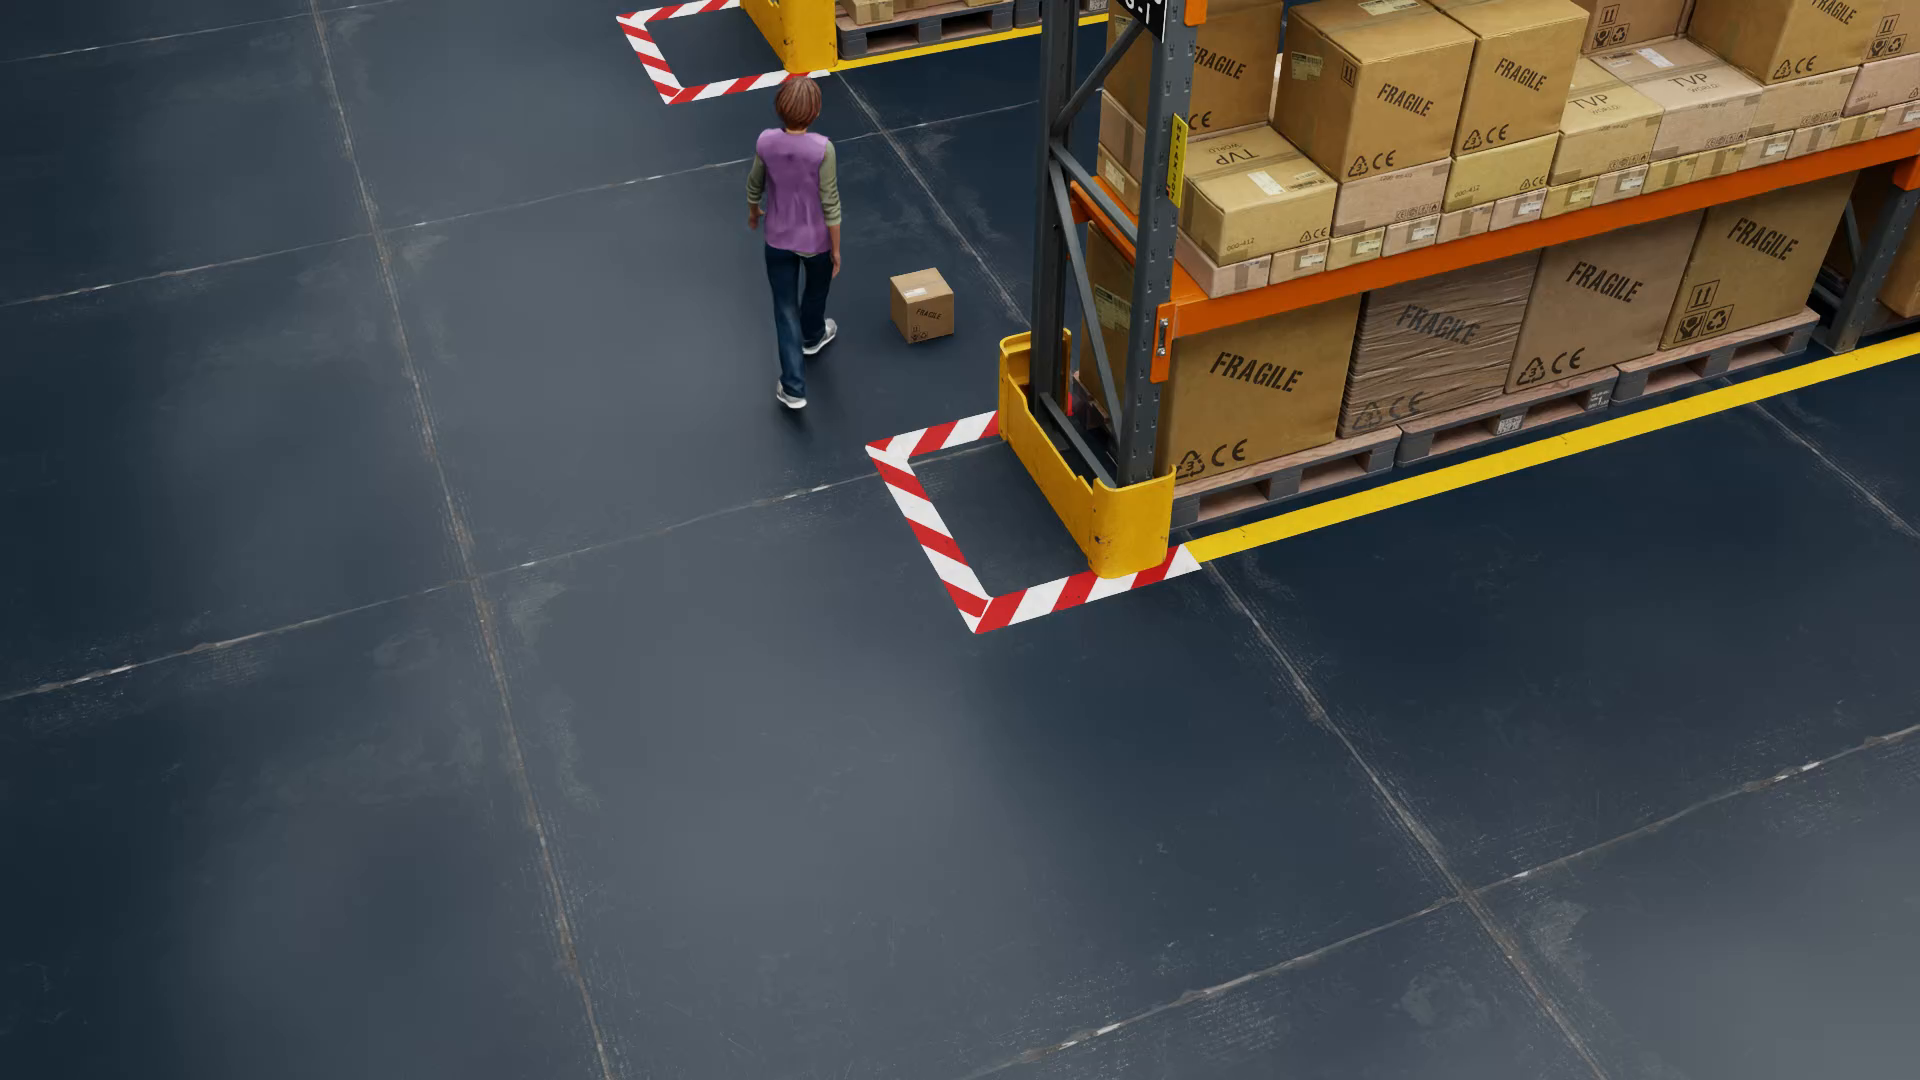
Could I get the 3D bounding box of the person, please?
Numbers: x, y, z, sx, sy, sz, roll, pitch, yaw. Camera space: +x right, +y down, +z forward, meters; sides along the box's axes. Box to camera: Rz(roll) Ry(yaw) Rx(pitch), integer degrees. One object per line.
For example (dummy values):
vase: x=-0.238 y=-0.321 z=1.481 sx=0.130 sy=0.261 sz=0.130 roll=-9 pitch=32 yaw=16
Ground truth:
person: x=-0.775 y=-1.407 z=7.704 sx=0.494 sy=1.560 sz=0.789 roll=4 pitch=42 yaw=4
